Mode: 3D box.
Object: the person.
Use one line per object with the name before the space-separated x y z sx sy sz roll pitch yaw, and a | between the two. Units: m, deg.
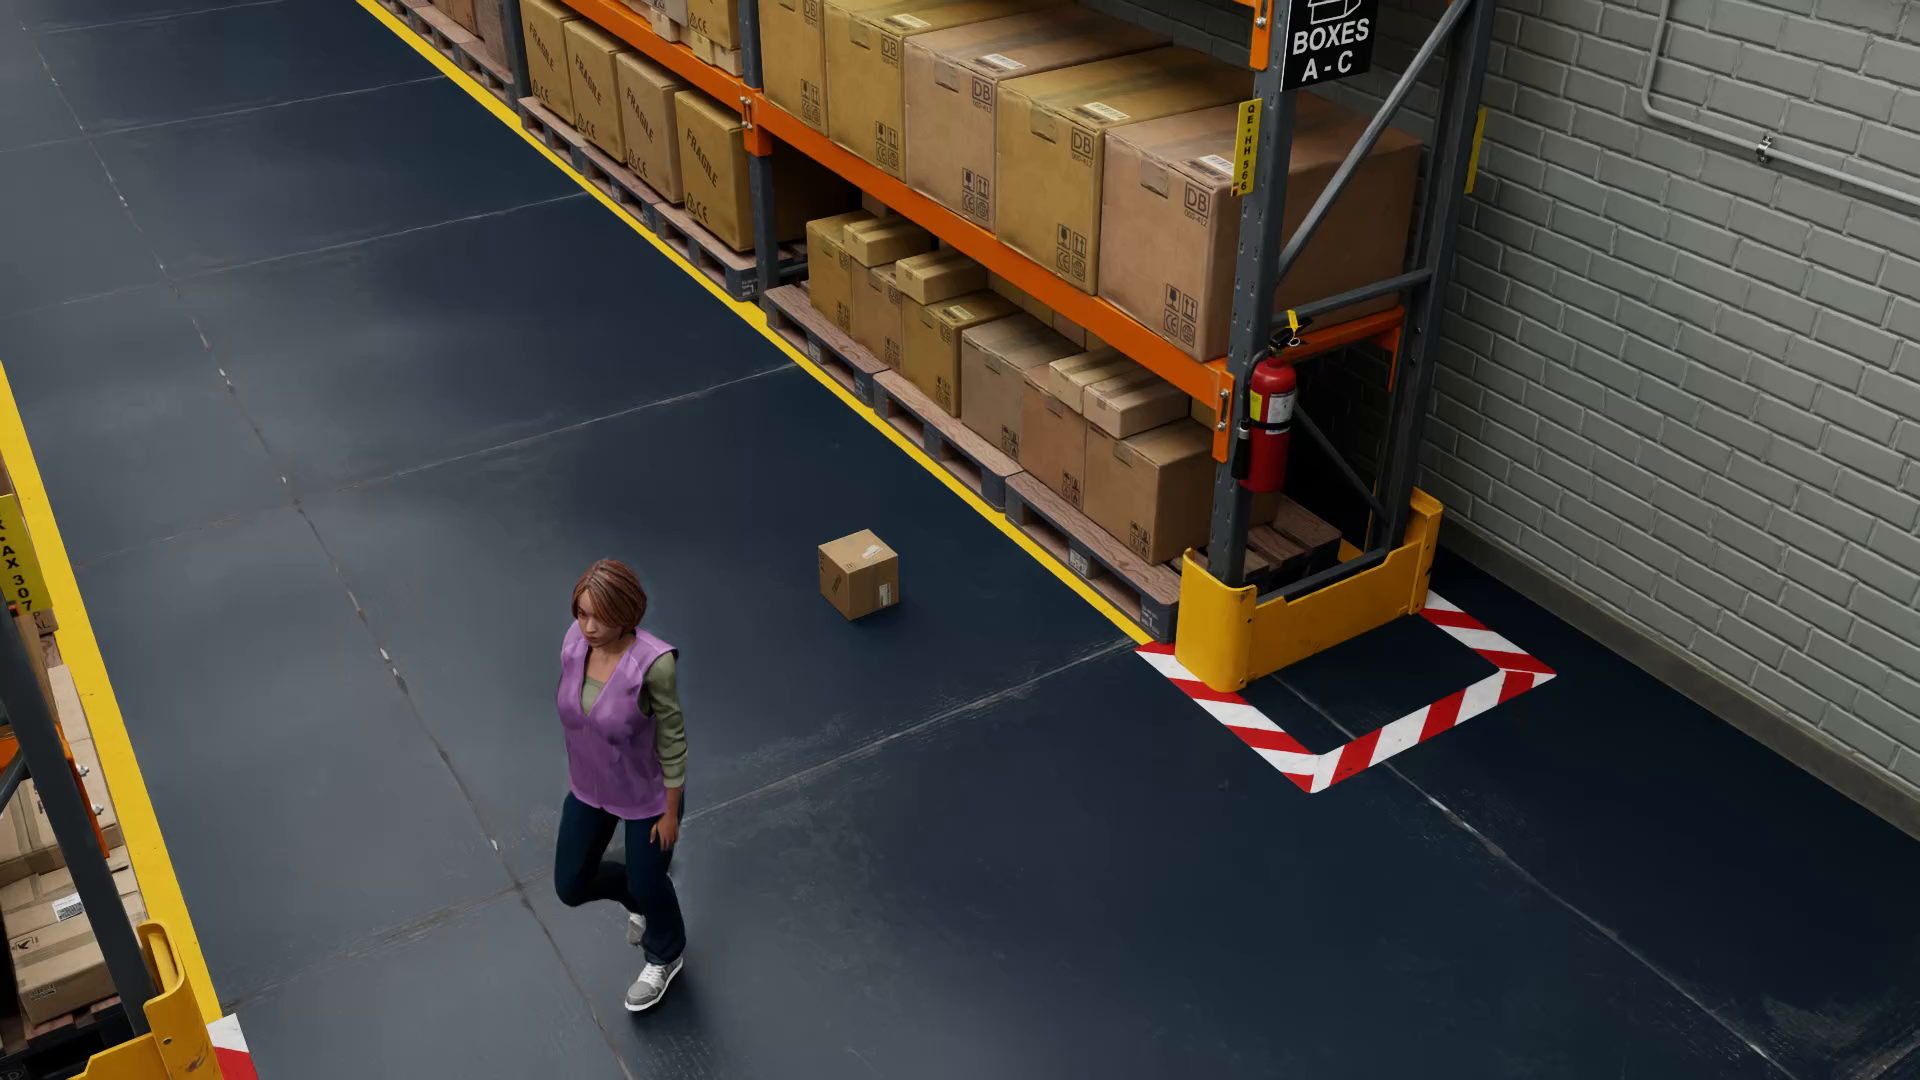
person | -0.981 0.735 4.966 0.439 1.595 0.382 14 36 21
